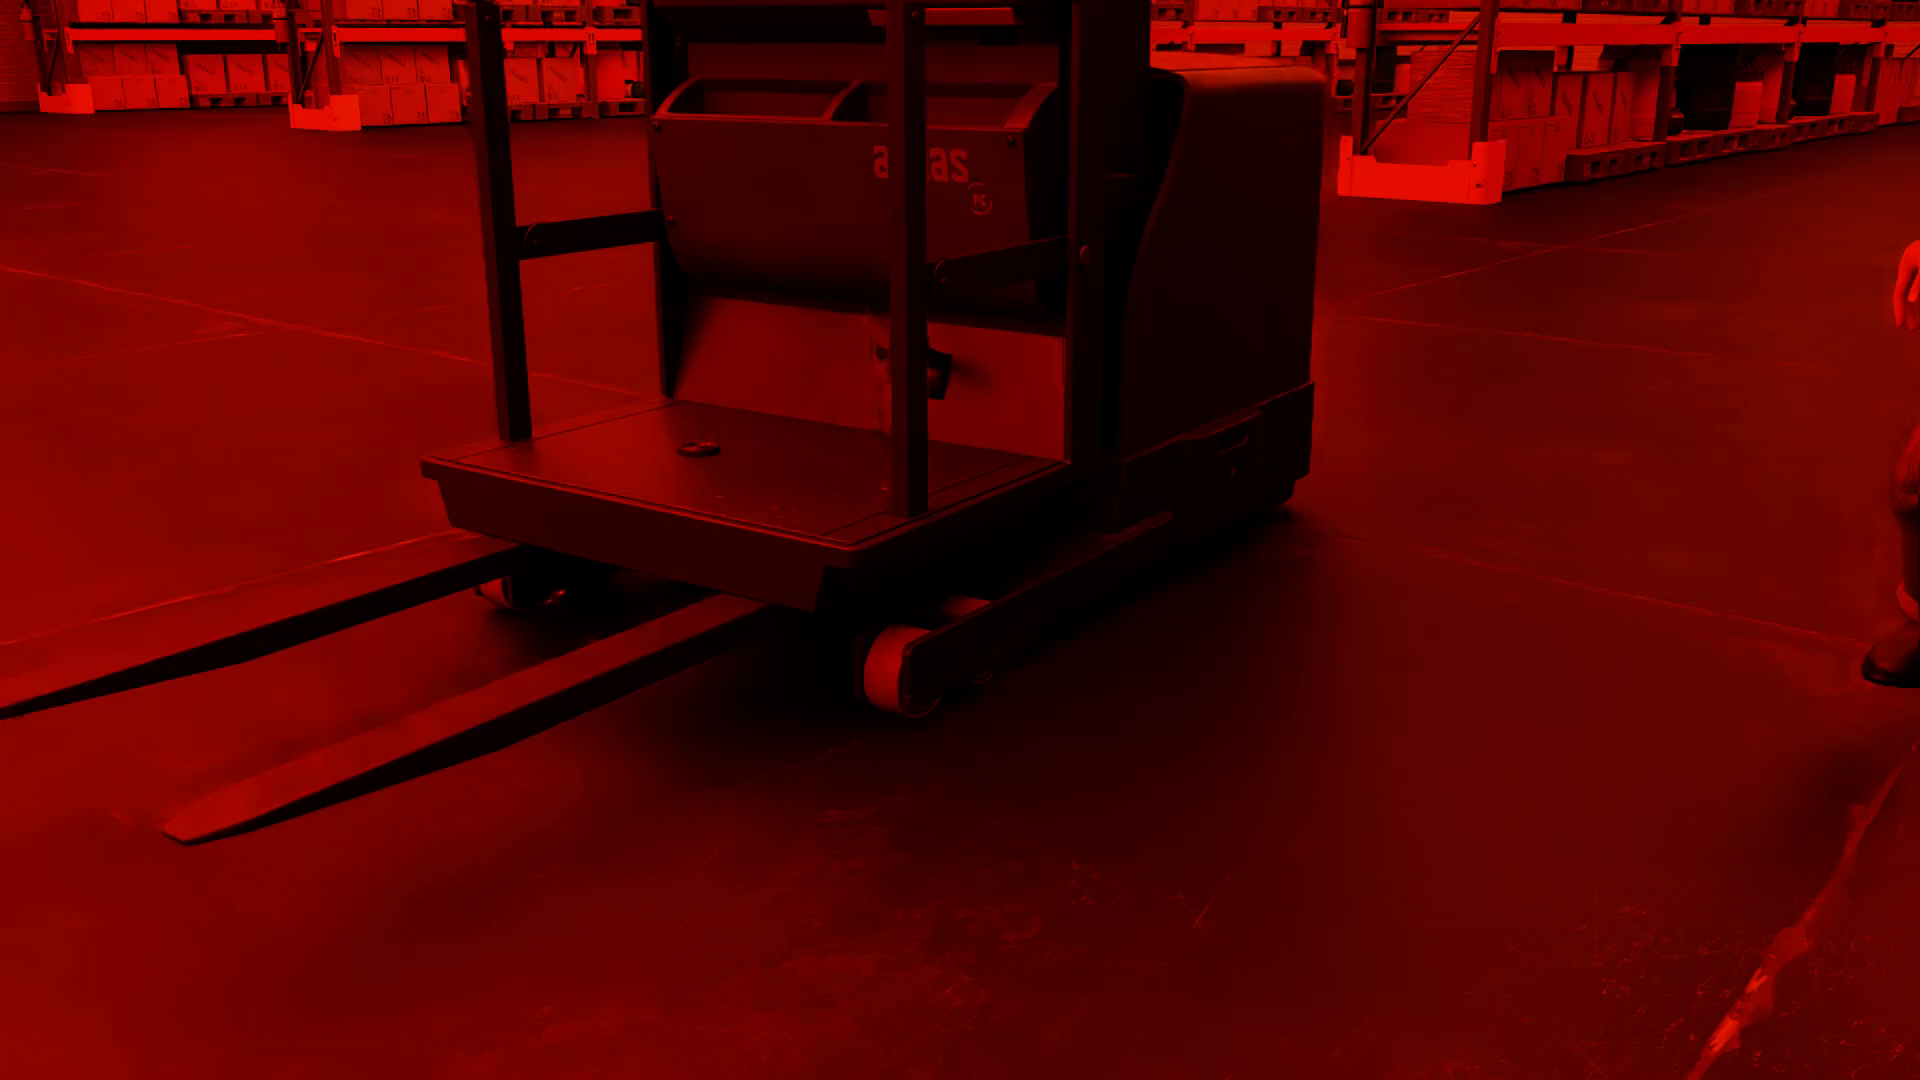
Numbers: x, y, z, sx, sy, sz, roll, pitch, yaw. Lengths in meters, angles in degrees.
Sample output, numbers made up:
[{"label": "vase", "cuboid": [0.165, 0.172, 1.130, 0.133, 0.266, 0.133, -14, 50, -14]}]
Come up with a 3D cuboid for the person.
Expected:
[{"label": "person", "cuboid": [1.945, -0.407, 2.532, 0.925, 1.581, 0.630, 14, 22, 39]}]

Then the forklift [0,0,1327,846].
[{"label": "forklift", "cuboid": [-0.346, -1.246, 3.001, 1.130, 2.935, 3.031, 11, 20, 33]}]
